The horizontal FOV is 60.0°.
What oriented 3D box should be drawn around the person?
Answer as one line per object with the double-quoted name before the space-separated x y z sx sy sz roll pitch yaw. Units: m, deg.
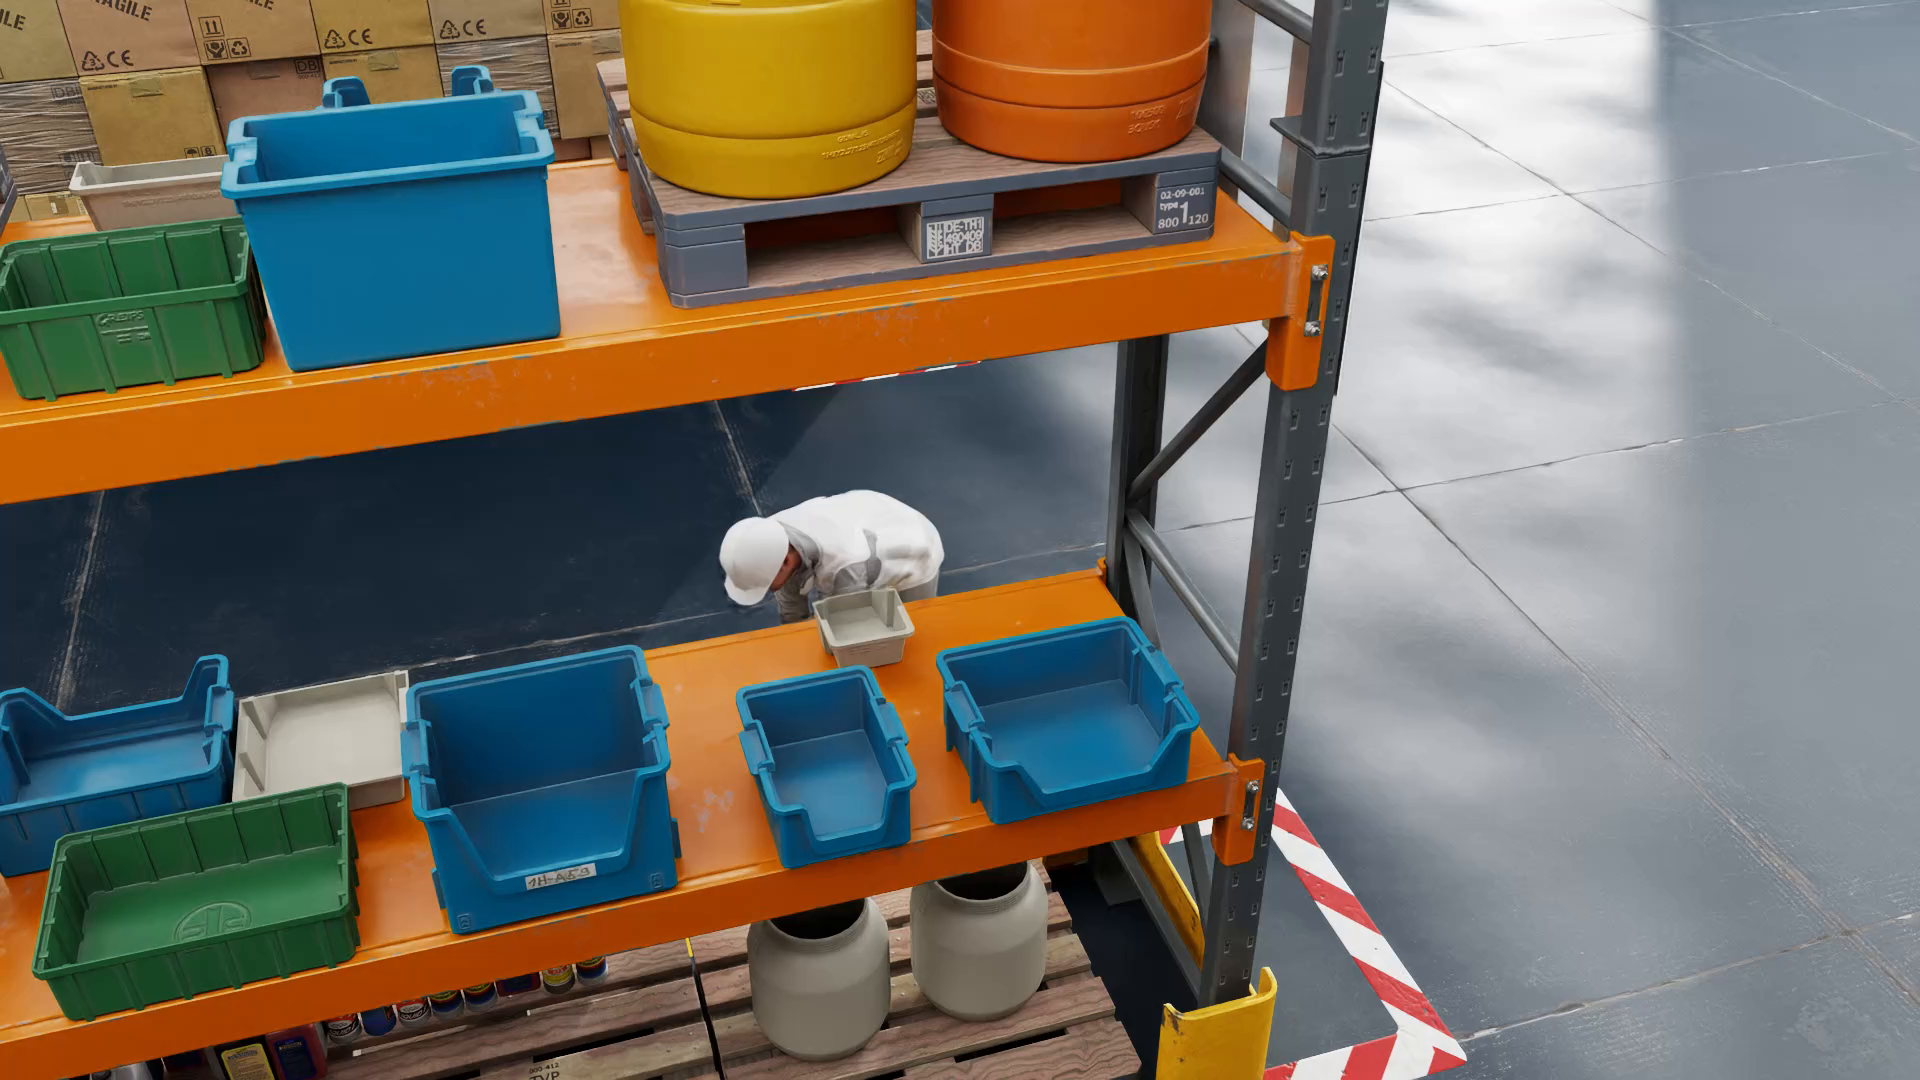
"person" -0.451 0.353 5.973 0.462 1.349 0.937 23 40 31
